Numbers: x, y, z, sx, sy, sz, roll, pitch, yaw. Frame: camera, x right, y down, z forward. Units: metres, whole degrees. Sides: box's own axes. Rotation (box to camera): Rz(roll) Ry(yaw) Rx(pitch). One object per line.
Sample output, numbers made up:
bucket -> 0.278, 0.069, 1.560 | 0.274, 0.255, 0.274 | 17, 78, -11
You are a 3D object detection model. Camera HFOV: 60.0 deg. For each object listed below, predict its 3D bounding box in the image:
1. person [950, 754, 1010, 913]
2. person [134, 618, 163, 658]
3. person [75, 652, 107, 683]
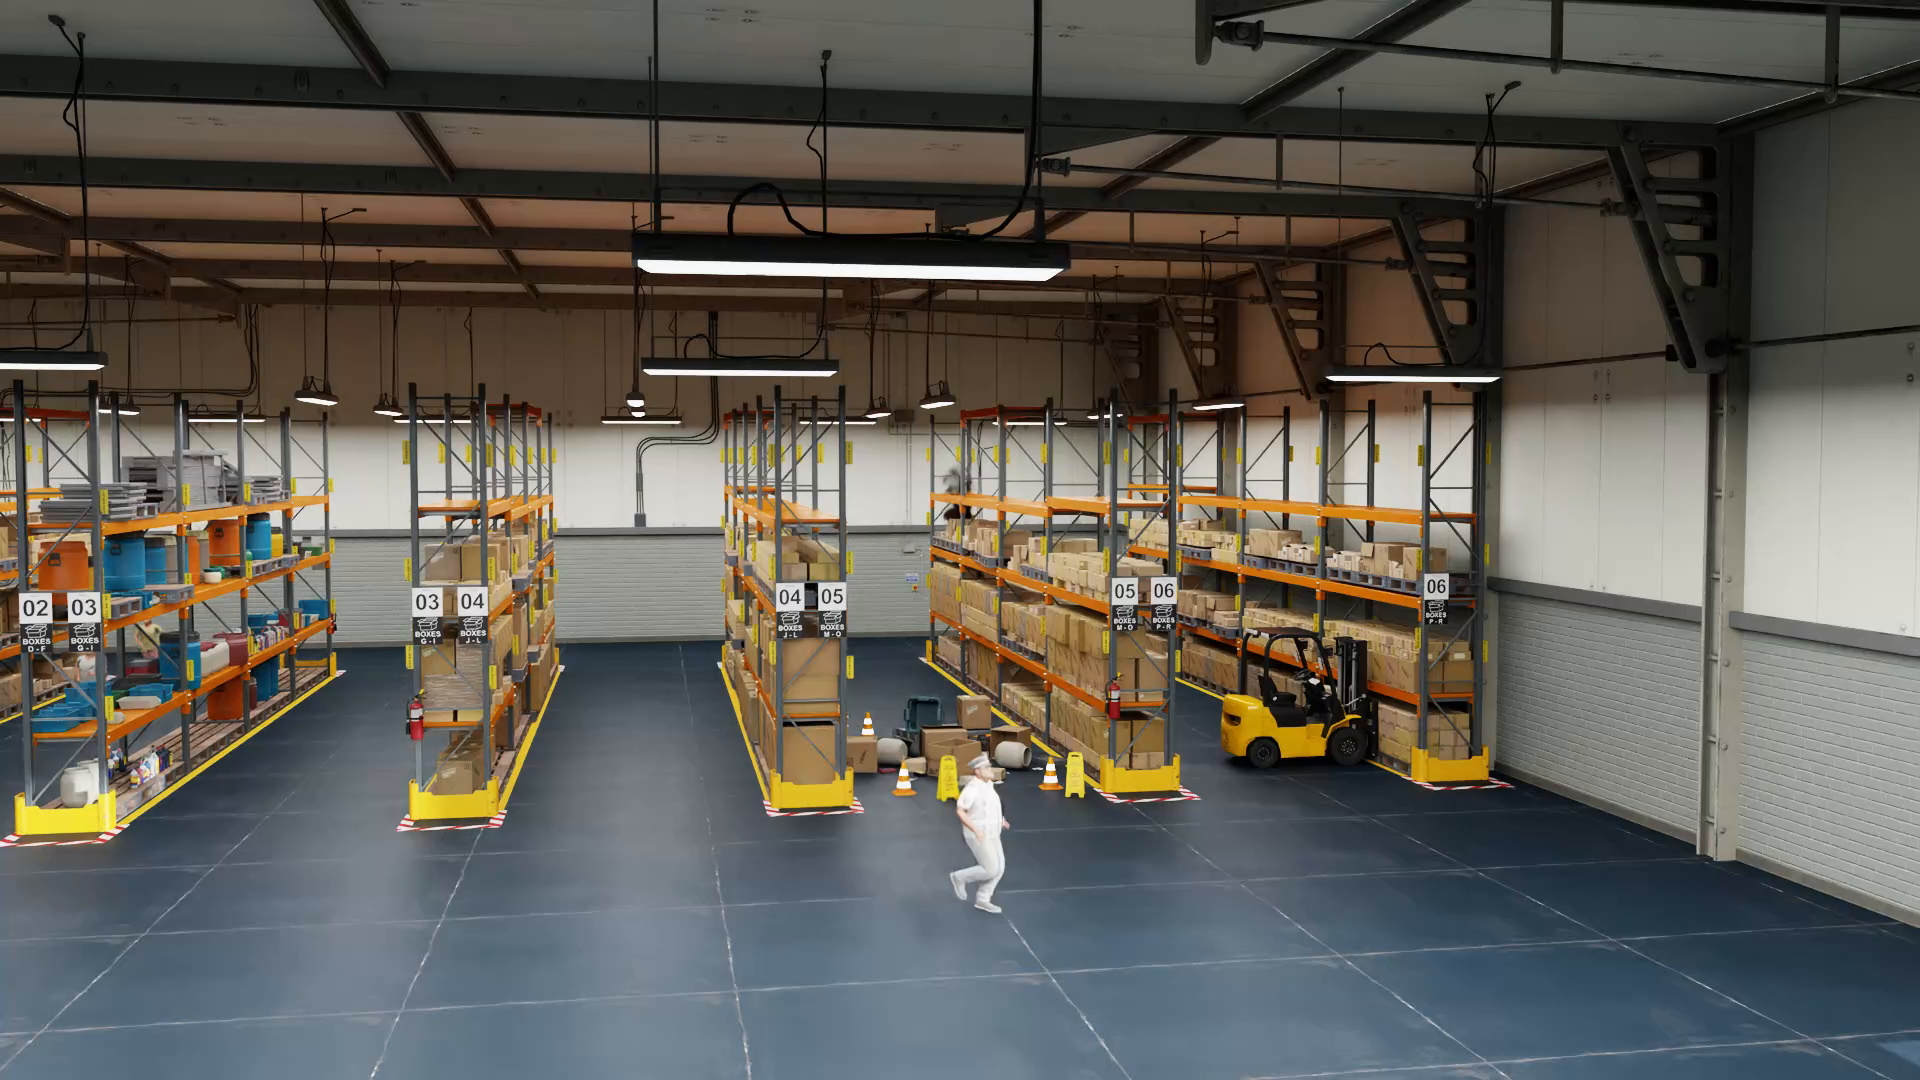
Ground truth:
person -> 0.224, 3.215, 18.290 | 0.603, 1.746, 0.665 | 1, 3, 26
person -> -17.597, 2.382, 36.115 | 0.600, 1.610, 0.575 | -1, 3, -21
person -> -15.521, 2.648, 29.680 | 0.560, 1.696, 0.815 | -1, 3, -14
